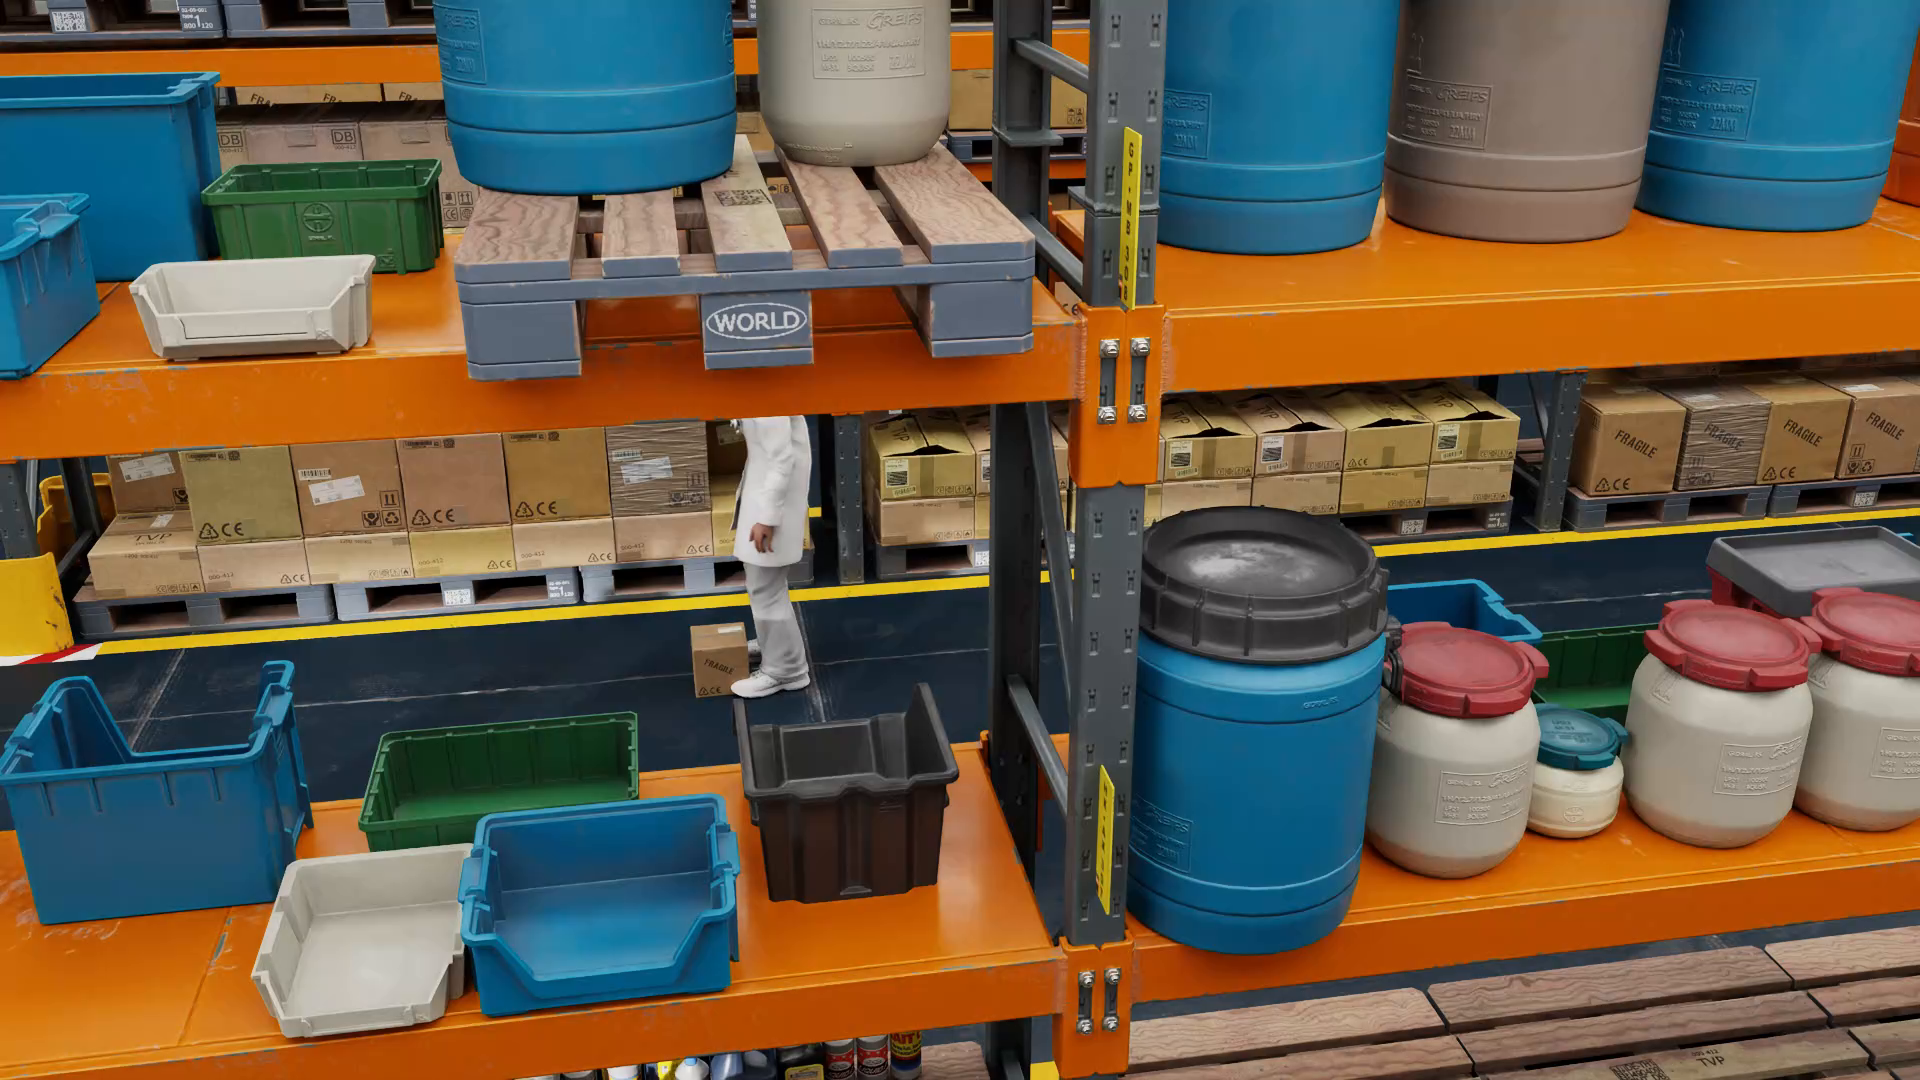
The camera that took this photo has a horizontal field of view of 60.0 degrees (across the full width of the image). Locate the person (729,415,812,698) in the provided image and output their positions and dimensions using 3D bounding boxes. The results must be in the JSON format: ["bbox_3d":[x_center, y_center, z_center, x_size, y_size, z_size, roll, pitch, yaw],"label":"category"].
[{"bbox_3d":[-0.879,-0.168,7.513,0.425,1.773,0.640,-4,23,-10],"label":"person"}]
